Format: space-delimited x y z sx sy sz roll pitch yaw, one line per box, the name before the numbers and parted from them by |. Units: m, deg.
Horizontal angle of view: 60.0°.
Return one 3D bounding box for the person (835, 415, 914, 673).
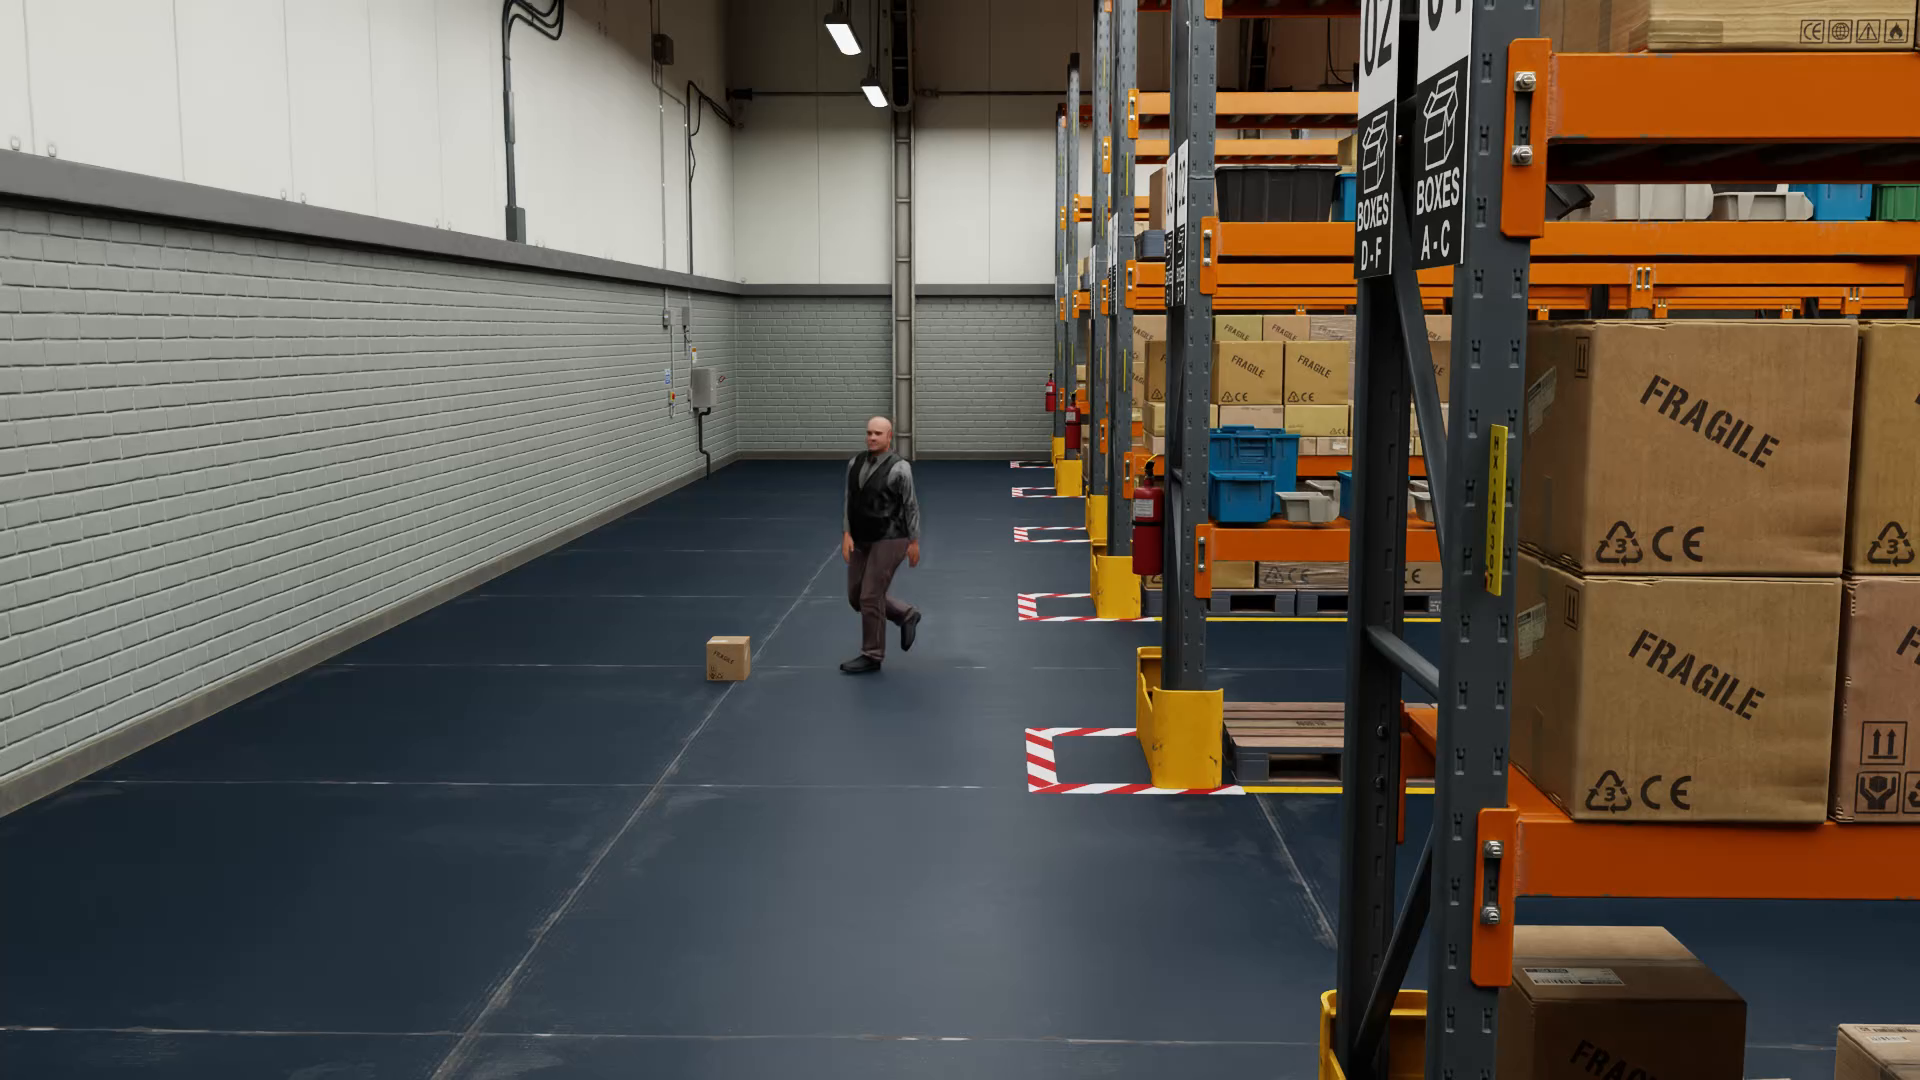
person | -0.555 0.012 11.192 0.629 1.714 0.516 -7 10 -43
